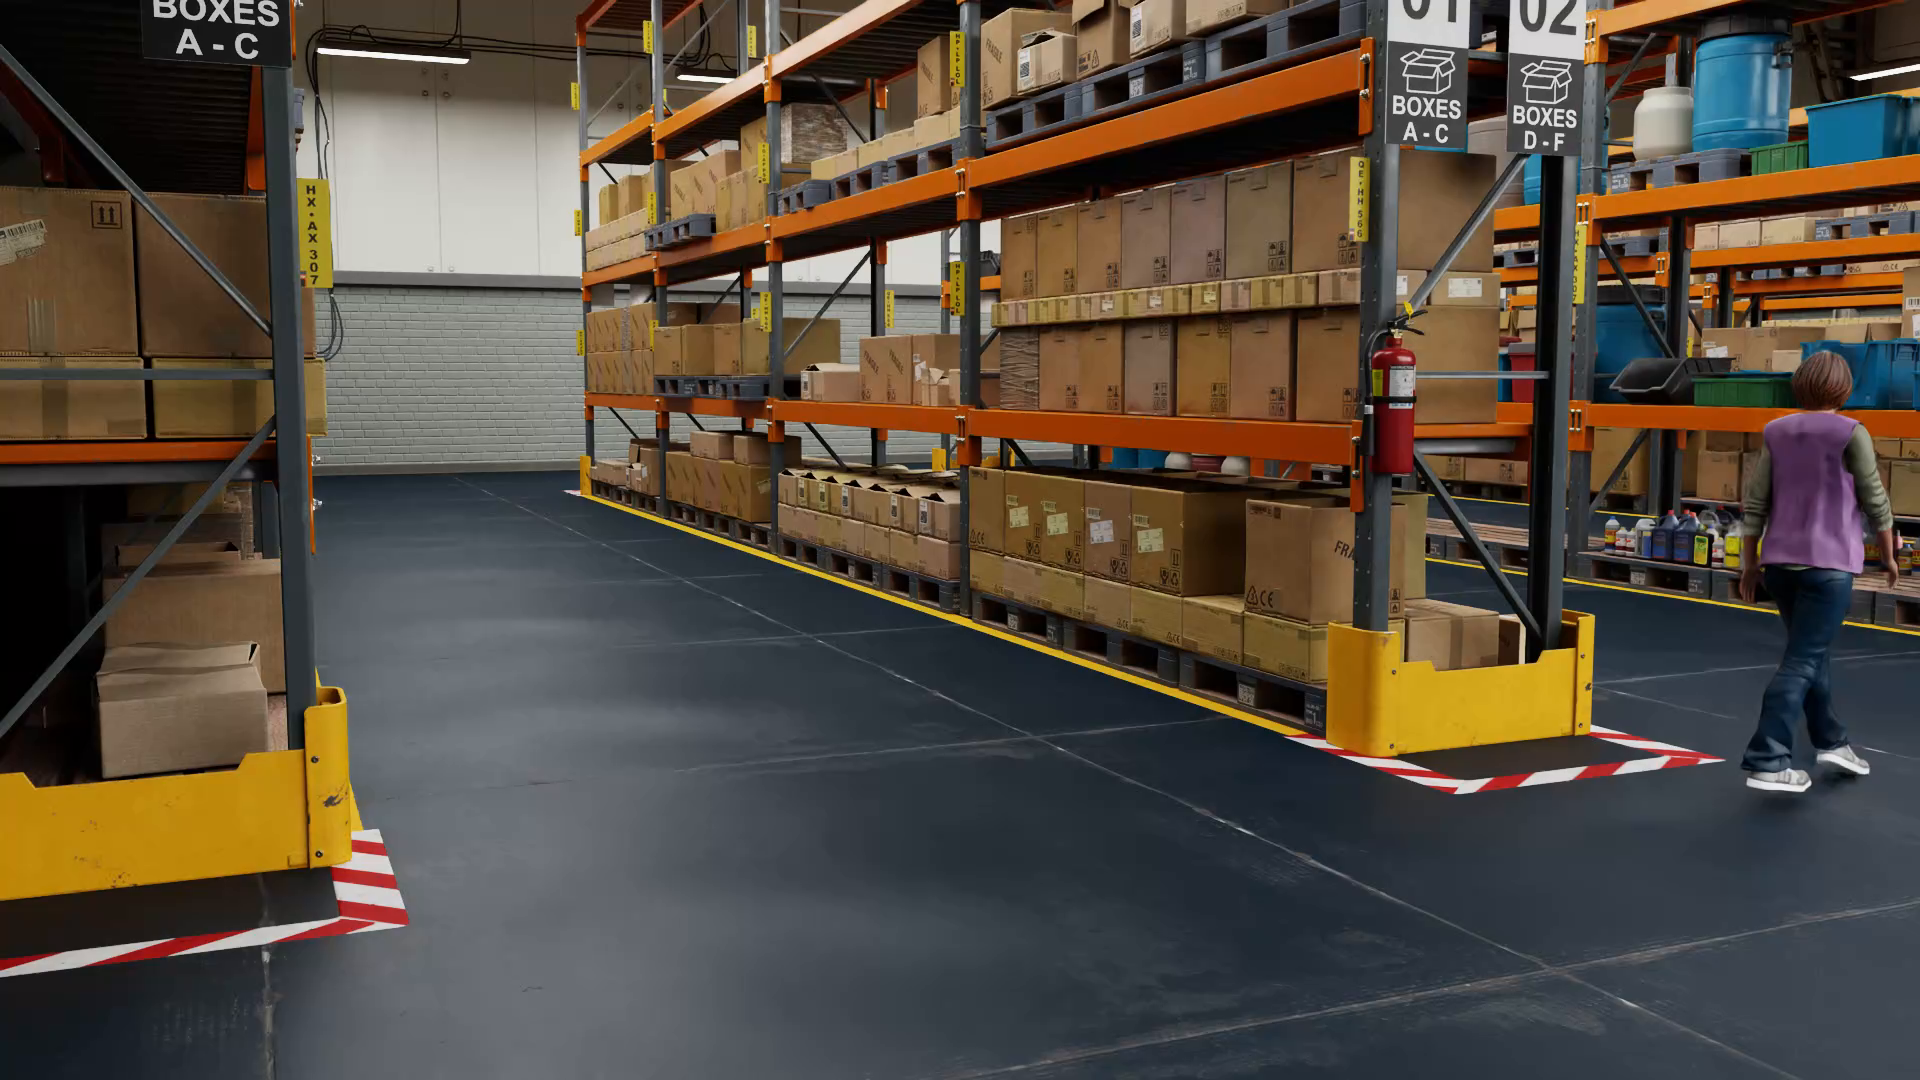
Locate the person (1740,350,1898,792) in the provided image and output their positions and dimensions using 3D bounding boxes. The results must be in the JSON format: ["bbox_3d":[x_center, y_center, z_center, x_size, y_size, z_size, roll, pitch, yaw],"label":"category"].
[{"bbox_3d":[3.106,0.114,5.995,0.809,1.590,0.423,-3,6,-27],"label":"person"}]
